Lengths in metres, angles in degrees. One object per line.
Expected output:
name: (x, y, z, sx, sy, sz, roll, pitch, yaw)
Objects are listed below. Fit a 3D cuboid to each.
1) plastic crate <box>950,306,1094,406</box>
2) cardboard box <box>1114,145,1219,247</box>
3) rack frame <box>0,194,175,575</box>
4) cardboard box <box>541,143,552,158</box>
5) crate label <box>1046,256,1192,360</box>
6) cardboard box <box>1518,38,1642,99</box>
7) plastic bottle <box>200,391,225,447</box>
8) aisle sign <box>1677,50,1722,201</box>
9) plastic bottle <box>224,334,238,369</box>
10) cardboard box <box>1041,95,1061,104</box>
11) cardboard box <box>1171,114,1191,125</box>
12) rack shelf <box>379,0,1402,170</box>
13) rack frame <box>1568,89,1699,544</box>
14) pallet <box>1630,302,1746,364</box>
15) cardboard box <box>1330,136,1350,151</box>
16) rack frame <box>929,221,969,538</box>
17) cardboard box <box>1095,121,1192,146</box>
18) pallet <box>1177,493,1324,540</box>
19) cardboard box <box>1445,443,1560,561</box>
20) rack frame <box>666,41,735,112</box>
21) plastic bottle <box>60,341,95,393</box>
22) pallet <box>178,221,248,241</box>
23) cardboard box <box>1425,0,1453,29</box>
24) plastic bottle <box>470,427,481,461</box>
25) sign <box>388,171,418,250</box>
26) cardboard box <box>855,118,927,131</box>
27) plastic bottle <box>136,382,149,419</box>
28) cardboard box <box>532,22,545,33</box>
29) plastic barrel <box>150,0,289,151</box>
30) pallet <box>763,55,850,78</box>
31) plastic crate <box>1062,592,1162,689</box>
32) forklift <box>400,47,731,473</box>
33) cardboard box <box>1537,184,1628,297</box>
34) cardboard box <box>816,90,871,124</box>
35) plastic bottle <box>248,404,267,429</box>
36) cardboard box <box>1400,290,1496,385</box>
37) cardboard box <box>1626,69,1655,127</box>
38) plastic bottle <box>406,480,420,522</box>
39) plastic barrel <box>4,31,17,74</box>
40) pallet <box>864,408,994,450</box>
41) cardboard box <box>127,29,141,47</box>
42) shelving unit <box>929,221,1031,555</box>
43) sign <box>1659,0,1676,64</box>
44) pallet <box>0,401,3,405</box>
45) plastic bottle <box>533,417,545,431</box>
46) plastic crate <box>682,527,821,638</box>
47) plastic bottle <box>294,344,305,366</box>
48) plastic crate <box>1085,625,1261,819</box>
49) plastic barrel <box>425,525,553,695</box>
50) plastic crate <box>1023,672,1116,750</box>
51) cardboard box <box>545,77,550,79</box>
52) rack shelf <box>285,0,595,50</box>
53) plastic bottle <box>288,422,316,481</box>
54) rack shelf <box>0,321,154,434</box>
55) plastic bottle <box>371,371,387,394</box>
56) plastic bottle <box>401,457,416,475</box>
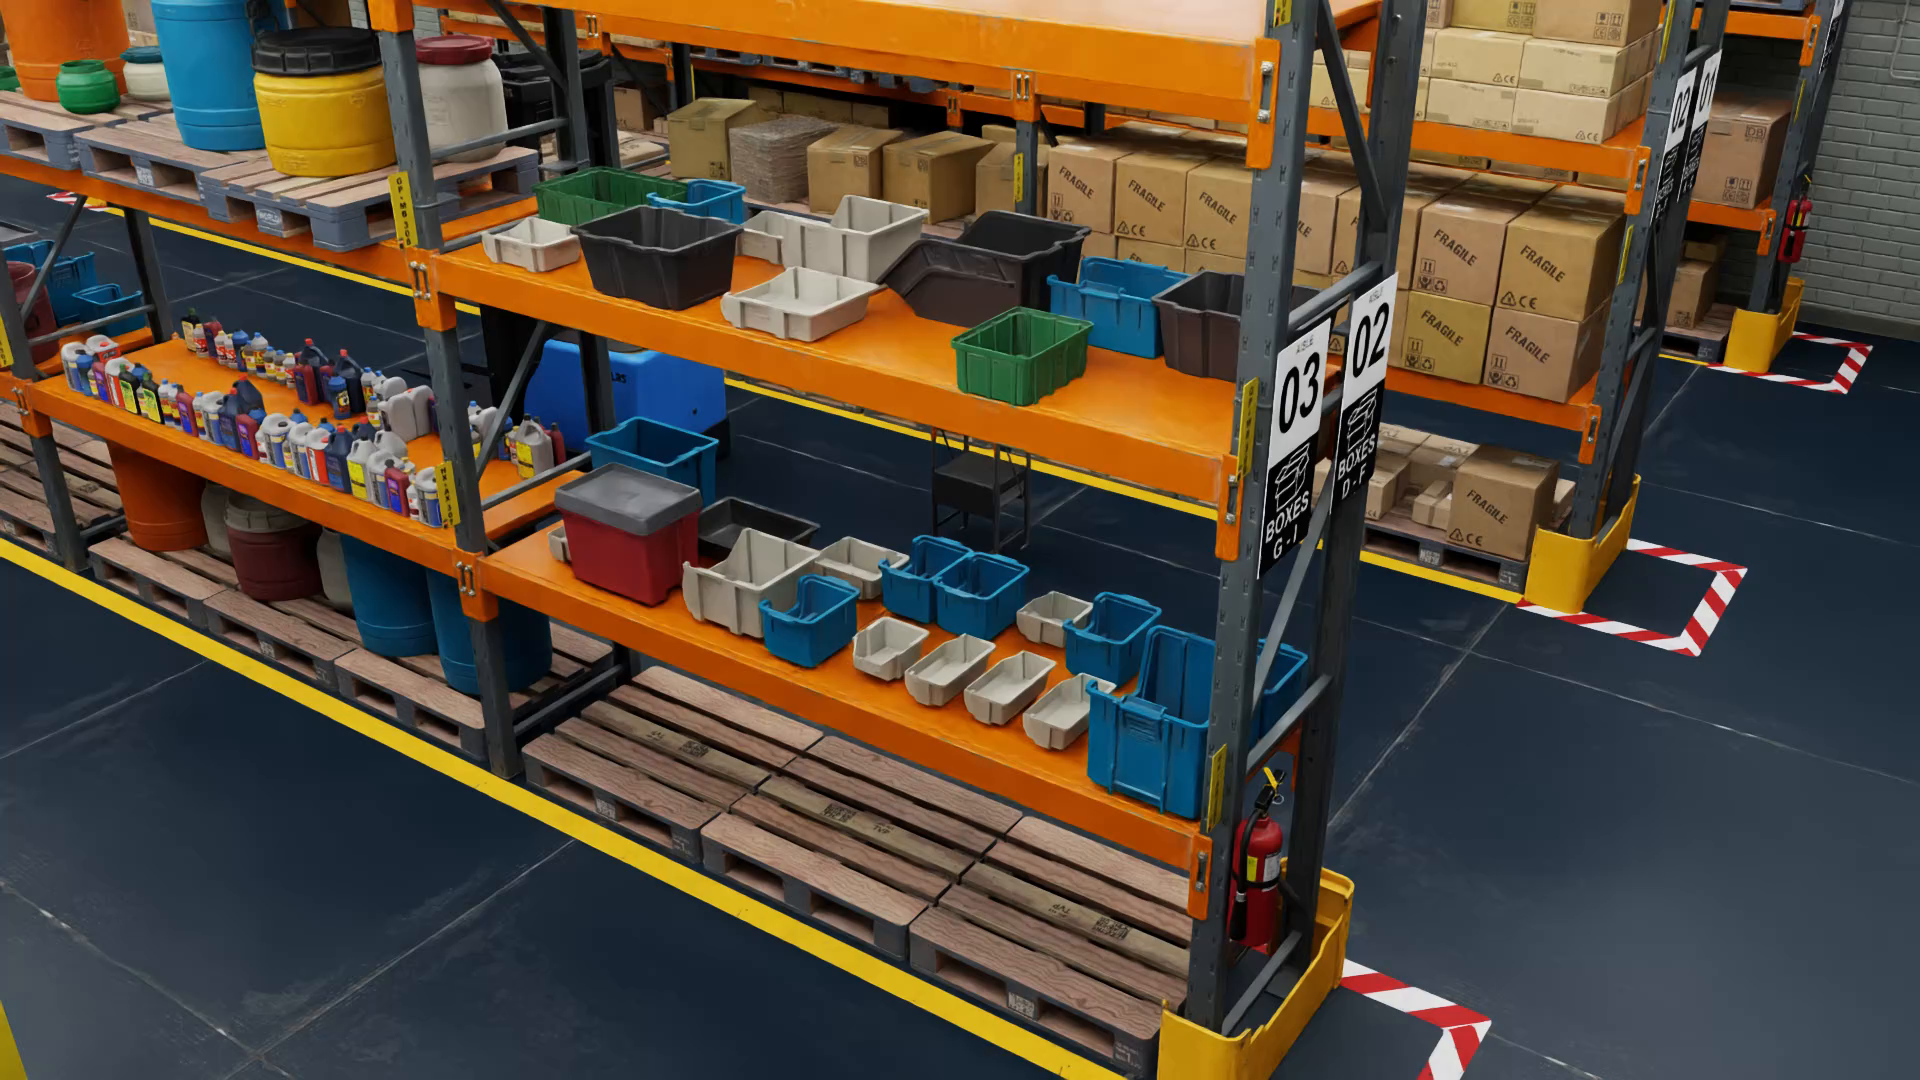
plastic crate: (0.223, -0.654, 5.929, 0.336, 0.188, 0.450, 17, 32, 30)
cardboard box: (1.362, -2.275, 10.975, 0.500, 0.500, 0.500, 16, 31, 29)
rack frame: (-5.397, -1.320, 10.310, 0.127, 3.000, 1.000, 17, 32, 30)
cardboard box: (-3.673, -3.365, 14.606, 0.250, 0.149, 0.380, 20, 33, 34)
crate label: (0.620, -0.894, 6.330, 0.502, 0.251, 0.408, 17, 32, 30)
cardboard box: (3.437, -2.646, 9.223, 0.500, 0.250, 0.500, 17, 32, 30)
plastic bottle: (-4.080, -0.676, 9.183, 0.135, 0.276, 0.152, 17, 32, 30)
aisle sign: (4.227, -2.367, 9.502, 0.004, 0.787, 0.394, 17, 32, 30)
plastic bottle: (-4.467, -1.166, 10.227, 0.097, 0.201, 0.097, 0, 27, 0)
cardboard box: (1.003, -4.563, 16.938, 0.250, 0.149, 0.380, 17, 32, 30)
cardboard box: (2.246, -4.147, 16.121, 0.250, 0.149, 0.380, 17, 32, 30)
rack shelf: (-0.451, -1.954, 6.176, 4.000, 0.370, 1.077, 17, 32, 30)
rack frame: (4.005, -1.116, 9.910, 0.127, 3.000, 1.000, 17, 32, 30)
pallet: (6.103, -1.903, 14.530, 1.213, 0.211, 1.003, 17, 32, 30)
cardboard box: (3.947, -3.985, 15.216, 0.700, 0.700, 0.980, 18, 32, 31)
rack frame: (-0.065, -0.956, 10.587, 0.015, 2.100, 0.400, 17, 32, 30)
cardboard box: (1.271, -2.601, 11.614, 0.500, 0.500, 0.500, 17, 32, 31)
pallet: (2.283, -0.411, 11.599, 1.213, 0.211, 1.003, 17, 32, 30)
cardboard box: (3.417, -0.246, 10.471, 0.500, 0.500, 0.500, 17, 32, 30)
rack frame: (-3.085, -6.051, 19.606, 0.127, 3.000, 1.000, 17, 32, 30)
plastic bottle: (-5.223, -1.033, 9.882, 0.135, 0.276, 0.152, 17, 32, 30)
pallet: (-7.528, -3.488, 17.645, 1.213, 0.211, 1.003, 17, 32, 30)
cardboard box: (2.735, -3.318, 9.716, 0.500, 0.500, 0.700, 17, 32, 30)
plastic bottle: (-2.623, -0.508, 8.934, 0.097, 0.201, 0.097, 0, 27, 0)
sign: (-2.413, -1.428, 7.206, 0.005, 0.325, 0.100, 17, 32, 30)
cardboard box: (-0.770, -4.447, 18.726, 0.500, 0.500, 0.700, 17, 32, 30)
plastic bottle: (-4.652, -0.806, 9.520, 0.097, 0.201, 0.097, 0, 27, 0)
cardboard box: (-4.892, -6.384, 20.405, 0.500, 0.250, 0.500, 18, 32, 31)
plastic barrel: (-3.593, -2.421, 8.151, 0.708, 0.901, 0.600, 17, 32, 30)
pallet: (-1.443, -5.431, 18.600, 1.213, 0.211, 1.003, 17, 32, 30)
plastic crate: (0.637, 0.427, 6.996, 0.300, 0.233, 0.416, 17, 32, 30)
forklift: (-3.235, -2.054, 11.828, 3.031, 2.935, 1.130, 13, 30, 24)
cardboard box: (3.788, -1.819, 10.079, 0.500, 0.500, 0.500, 18, 32, 32)
cardboard box: (-1.272, -4.905, 18.800, 0.500, 0.250, 0.500, 17, 32, 30)
plastic bottle: (-3.813, -0.610, 9.057, 0.097, 0.271, 0.097, 0, 27, 0)
cardboard box: (3.052, -1.306, 10.173, 0.500, 0.500, 0.500, 18, 32, 31)
cardboard box: (3.725, -2.613, 9.710, 0.500, 0.250, 0.500, 17, 32, 30)
plastic bottle: (-2.719, -0.204, 8.337, 0.097, 0.201, 0.097, 0, 27, 0)
plastic barrel: (-5.480, -2.901, 9.986, 0.421, 0.512, 0.421, 0, 27, 0)
pallet: (0.016, -1.095, 12.944, 1.213, 0.211, 1.003, 17, 32, 30)
cardboard box: (-8.352, -5.180, 17.071, 0.250, 0.149, 0.380, 17, 31, 30)
shelving unit: (0.136, -0.893, 10.464, 0.503, 2.100, 0.431, 17, 32, 30)
sign: (3.674, -2.645, 8.632, 0.005, 0.325, 0.100, 17, 32, 30)
pallet: (-8.025, -0.917, 12.593, 1.213, 0.211, 1.003, 17, 32, 30)
plastic bottle: (-2.271, -0.529, 8.884, 0.133, 0.283, 0.061, 17, 32, 30)
plastic crate: (-0.946, 0.194, 7.399, 0.530, 0.282, 0.437, 17, 32, 30)
plastic bottle: (-3.880, -1.030, 9.869, 0.133, 0.283, 0.061, 17, 32, 30)
plastic crate: (0.815, 0.676, 6.284, 0.499, 0.435, 0.616, 17, 32, 30)
plastic barrel: (-2.539, 0.309, 8.959, 0.708, 0.901, 0.600, 17, 32, 30)
plastic crate: (0.423, 0.684, 6.598, 0.243, 0.136, 0.396, 17, 32, 30)
cardboard box: (-4.817, -5.595, 20.982, 0.500, 0.500, 0.700, 15, 31, 27)
rack shelf: (-4.238, -4.700, 14.439, 4.000, 0.370, 1.077, 17, 32, 30)
plastic bottle: (-3.436, -0.476, 8.788, 0.135, 0.276, 0.152, 17, 32, 30)
rack shelf: (-7.046, -1.513, 11.482, 4.000, 0.370, 1.077, 17, 32, 30)
plastic bottle: (-3.300, -0.834, 9.497, 0.097, 0.271, 0.097, 0, 27, 0)
plastic bottle: (-2.854, -0.330, 8.584, 0.097, 0.201, 0.097, 0, 27, 0)
